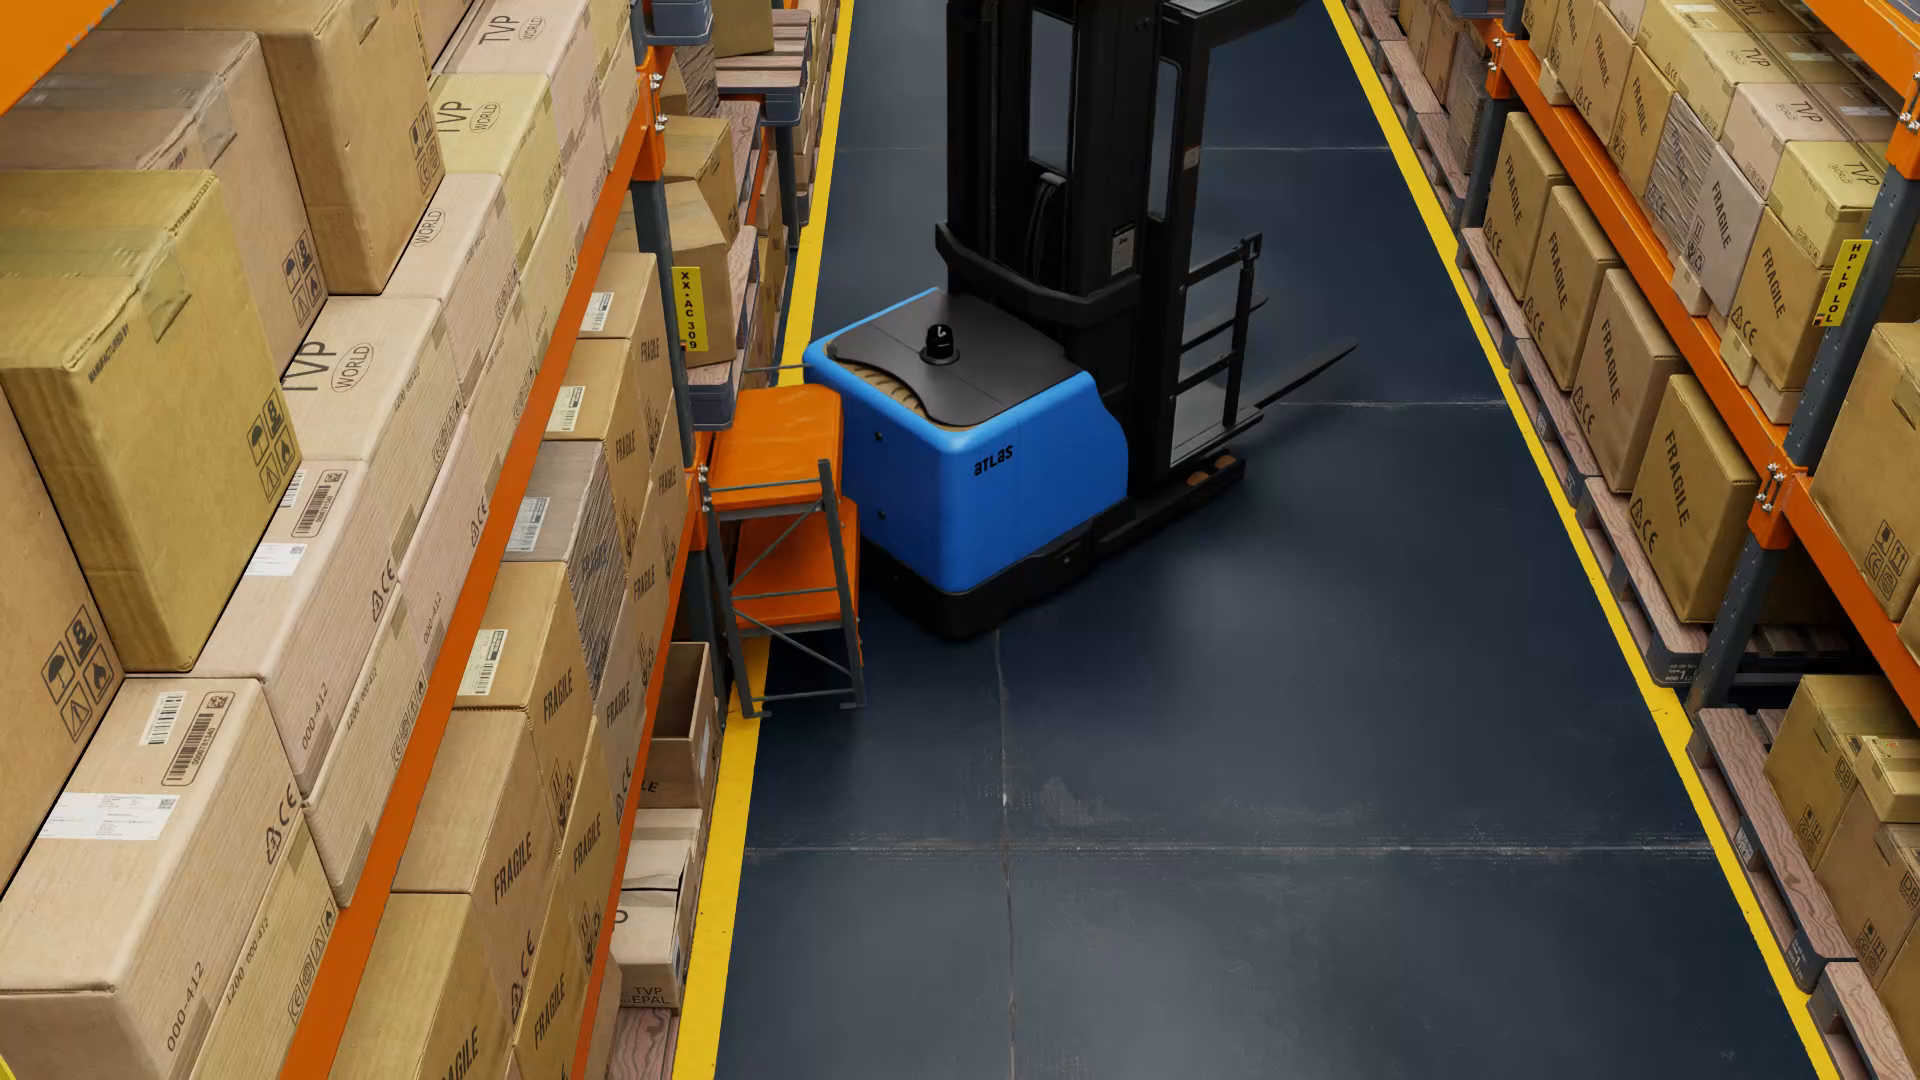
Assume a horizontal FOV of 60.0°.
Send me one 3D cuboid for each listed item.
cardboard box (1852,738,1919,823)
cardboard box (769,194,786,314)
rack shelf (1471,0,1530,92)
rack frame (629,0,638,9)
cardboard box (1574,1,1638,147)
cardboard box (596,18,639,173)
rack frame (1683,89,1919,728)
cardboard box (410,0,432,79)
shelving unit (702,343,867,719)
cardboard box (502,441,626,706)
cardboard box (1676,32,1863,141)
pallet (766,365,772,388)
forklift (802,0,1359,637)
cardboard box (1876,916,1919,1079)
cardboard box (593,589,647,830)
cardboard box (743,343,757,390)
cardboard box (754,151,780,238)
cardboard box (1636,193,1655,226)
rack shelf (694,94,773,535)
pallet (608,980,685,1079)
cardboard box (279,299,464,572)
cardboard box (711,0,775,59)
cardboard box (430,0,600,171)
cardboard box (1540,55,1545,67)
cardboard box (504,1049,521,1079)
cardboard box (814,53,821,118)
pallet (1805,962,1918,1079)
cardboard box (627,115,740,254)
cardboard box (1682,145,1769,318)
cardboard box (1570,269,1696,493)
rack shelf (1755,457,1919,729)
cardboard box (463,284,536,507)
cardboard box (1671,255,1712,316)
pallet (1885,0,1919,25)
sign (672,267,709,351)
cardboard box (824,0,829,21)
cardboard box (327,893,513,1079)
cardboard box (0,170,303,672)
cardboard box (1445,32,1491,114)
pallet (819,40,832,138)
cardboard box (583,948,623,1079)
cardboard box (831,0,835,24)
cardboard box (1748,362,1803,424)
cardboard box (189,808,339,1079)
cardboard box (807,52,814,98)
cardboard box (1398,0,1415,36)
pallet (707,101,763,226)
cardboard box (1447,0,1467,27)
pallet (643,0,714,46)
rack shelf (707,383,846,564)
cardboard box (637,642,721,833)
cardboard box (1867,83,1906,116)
[{"bbox_3d":[3.211,0.798,5.500,0.380,0.149,0.250,1,39,1],"label":"cardboard box"},{"bbox_3d":[-1.228,-1.549,8.932,0.500,0.500,0.500,1,39,2],"label":"cardboard box"},{"bbox_3d":[3.487,-3.914,10.810,1.077,0.370,4.000,0,39,0],"label":"rack shelf"},{"bbox_3d":[-1.459,-2.778,4.020,1.000,3.000,0.127,0,39,0],"label":"rack frame"},{"bbox_3d":[3.225,-2.165,7.719,0.500,0.500,0.500,0,39,0],"label":"cardboard box"},{"bbox_3d":[-1.193,-1.245,4.626,0.500,0.250,0.500,0,39,0],"label":"cardboard box"},{"bbox_3d":[3.494,-0.442,5.903,1.000,3.000,0.127,0,39,0],"label":"rack frame"},{"bbox_3d":[-1.555,-1.107,3.454,0.700,0.500,0.500,0,39,0],"label":"cardboard box"},{"bbox_3d":[-0.695,-0.053,6.843,0.538,1.125,1.048,-6,31,1],"label":"shelving unit"},{"bbox_3d":[-1.196,0.086,4.365,0.500,0.500,0.500,0,39,0],"label":"cardboard box"},{"bbox_3d":[3.246,-1.829,6.700,0.500,0.250,0.500,1,39,1],"label":"cardboard box"},{"bbox_3d":[-1.502,-0.622,8.357,1.003,0.211,1.213,0,39,0],"label":"pallet"},{"bbox_3d":[0.741,-1.524,7.308,3.031,2.935,1.130,-30,47,-32],"label":"forklift"},{"bbox_3d":[3.388,1.472,5.178,0.700,0.500,0.500,1,39,1],"label":"cardboard box"},{"bbox_3d":[-1.197,0.481,4.672,0.500,0.500,0.500,1,39,1],"label":"cardboard box"},{"bbox_3d":[-1.221,-0.581,7.724,0.500,0.500,0.500,0,39,0],"label":"cardboard box"},{"bbox_3d":[-1.224,-1.807,8.653,0.500,0.250,0.500,1,39,2],"label":"cardboard box"},{"bbox_3d":[3.264,-1.524,7.438,0.380,0.149,0.250,1,39,1],"label":"cardboard box"},{"bbox_3d":[-1.462,-1.406,7.682,1.077,0.370,4.000,0,39,0],"label":"rack shelf"},{"bbox_3d":[-1.455,1.846,5.278,1.003,0.211,1.213,0,39,0],"label":"pallet"},{"bbox_3d":[-1.196,-0.189,2.909,0.500,0.250,0.500,0,39,0],"label":"cardboard box"},{"bbox_3d":[-1.351,-2.747,8.363,0.700,0.500,0.500,-12,40,-15],"label":"cardboard box"},{"bbox_3d":[-1.190,-1.127,4.079,0.500,0.250,0.500,0,39,0],"label":"cardboard box"},{"bbox_3d":[3.250,-2.490,8.643,0.380,0.149,0.250,0,39,1],"label":"cardboard box"},{"bbox_3d":[-1.198,1.426,3.492,0.500,0.500,0.500,0,39,0],"label":"cardboard box"},{"bbox_3d":[-1.179,-2.996,10.953,0.500,0.250,0.500,-1,39,-1],"label":"cardboard box"},{"bbox_3d":[3.421,1.886,5.228,1.003,0.211,1.213,0,39,0],"label":"pallet"},{"bbox_3d":[-1.300,-1.366,6.640,0.700,0.500,0.500,6,39,7],"label":"cardboard box"},{"bbox_3d":[3.231,-1.213,6.531,0.500,0.500,0.500,0,39,0],"label":"cardboard box"},{"bbox_3d":[3.360,-0.730,7.645,0.750,0.750,0.750,1,39,1],"label":"cardboard box"},{"bbox_3d":[3.497,1.089,4.568,1.077,0.370,4.000,0,39,0],"label":"rack shelf"},{"bbox_3d":[-1.198,-0.307,3.455,0.500,0.250,0.500,0,39,0],"label":"cardboard box"},{"bbox_3d":[3.173,-1.048,6.844,0.380,0.149,0.250,0,39,0],"label":"cardboard box"},{"bbox_3d":[3.444,-2.112,5.741,0.805,0.209,1.217,-1,39,-2],"label":"pallet"},{"bbox_3d":[-0.917,-0.780,5.632,0.100,0.325,0.005,0,39,0],"label":"sign"},{"bbox_3d":[-1.176,-3.859,11.581,0.500,0.311,0.500,0,39,0],"label":"cardboard box"},{"bbox_3d":[-1.200,1.031,3.185,0.500,0.500,0.500,0,39,0],"label":"cardboard box"},{"bbox_3d":[-1.388,-0.169,2.284,0.700,0.500,0.500,0,39,0],"label":"cardboard box"},{"bbox_3d":[3.552,-2.912,10.633,0.700,0.500,0.500,0,39,0],"label":"cardboard box"},{"bbox_3d":[-1.424,-3.126,11.481,1.003,0.211,1.213,0,39,0],"label":"pallet"},{"bbox_3d":[-1.452,1.541,5.073,0.797,0.503,0.637,0,39,0],"label":"cardboard box"},{"bbox_3d":[-1.179,-3.955,12.149,0.500,0.250,0.500,-1,39,-1],"label":"cardboard box"},{"bbox_3d":[3.211,-0.563,6.239,0.380,0.149,0.250,0,39,0],"label":"cardboard box"},{"bbox_3d":[-1.201,0.631,2.285,0.500,0.250,0.500,0,39,0],"label":"cardboard box"},{"bbox_3d":[-1.180,-2.904,10.389,0.500,0.311,0.500,-1,39,-1],"label":"cardboard box"},{"bbox_3d":[3.553,-3.858,11.813,0.700,0.500,0.500,-1,39,-1],"label":"cardboard box"},{"bbox_3d":[-1.457,-1.647,7.560,1.003,0.211,1.213,0,39,0],"label":"pallet"},{"bbox_3d":[3.493,-3.561,10.842,0.500,0.250,0.500,0,39,0],"label":"cardboard box"},{"bbox_3d":[-1.390,-1.942,5.526,1.213,0.211,1.003,0,39,0],"label":"pallet"},{"bbox_3d":[-0.723,-0.302,6.692,0.538,0.278,1.000,-6,31,1],"label":"rack shelf"},{"bbox_3d":[-1.175,0.723,6.096,0.500,0.500,0.500,0,39,0],"label":"cardboard box"},{"bbox_3d":[3.747,-1.513,6.306,0.500,0.250,0.500,0,39,0],"label":"cardboard box"}]
